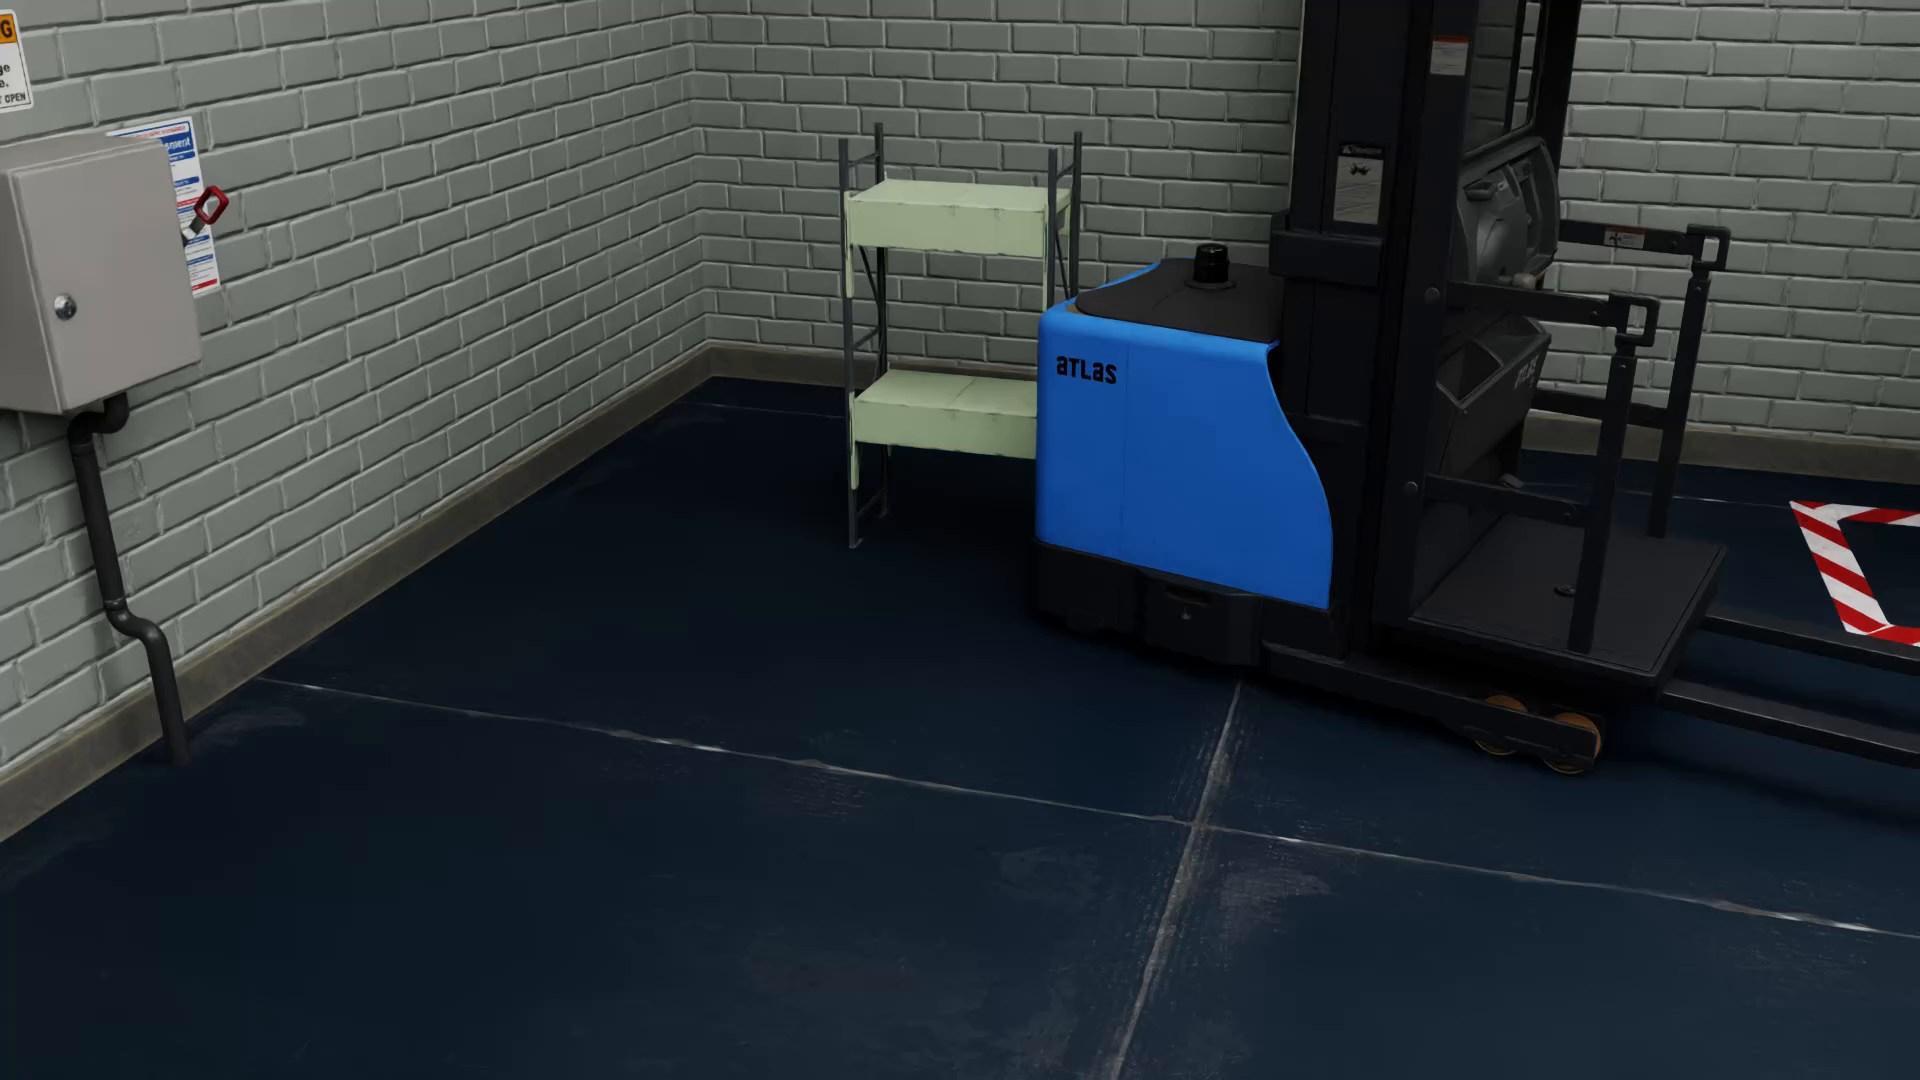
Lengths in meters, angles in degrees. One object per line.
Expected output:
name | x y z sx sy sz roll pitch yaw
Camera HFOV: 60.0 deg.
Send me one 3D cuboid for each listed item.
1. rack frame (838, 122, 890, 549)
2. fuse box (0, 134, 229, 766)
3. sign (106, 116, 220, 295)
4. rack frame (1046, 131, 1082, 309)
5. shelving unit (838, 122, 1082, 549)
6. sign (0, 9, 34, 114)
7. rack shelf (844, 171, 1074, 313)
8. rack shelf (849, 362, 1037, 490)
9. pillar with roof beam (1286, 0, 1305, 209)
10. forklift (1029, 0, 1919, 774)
rack frame | -0.344 -0.733 6.081 0.023 1.500 0.400 7 23 16
fuse box | -2.185 -0.168 4.425 0.414 1.711 0.539 7 23 16
sign | -2.240 -0.923 4.692 0.001 0.494 0.329 7 23 16
rack frame | 0.357 -0.653 5.886 0.023 1.500 0.400 7 23 16
shelving unit | 0.006 -0.693 5.984 0.755 1.500 0.431 7 23 16
sign | -2.399 -1.149 4.030 0.001 0.242 0.339 7 23 16
rack shelf | 0.006 -1.054 5.836 0.720 0.370 0.431 7 23 16
rack shelf | 0.006 -0.392 6.107 0.720 0.370 0.431 7 23 16
pillar with roof beam | 0.340 -3.046 1.838 0.400 9.000 9.100 7 23 16
forklift | 1.747 -0.930 4.675 3.031 2.935 1.130 14 26 30
